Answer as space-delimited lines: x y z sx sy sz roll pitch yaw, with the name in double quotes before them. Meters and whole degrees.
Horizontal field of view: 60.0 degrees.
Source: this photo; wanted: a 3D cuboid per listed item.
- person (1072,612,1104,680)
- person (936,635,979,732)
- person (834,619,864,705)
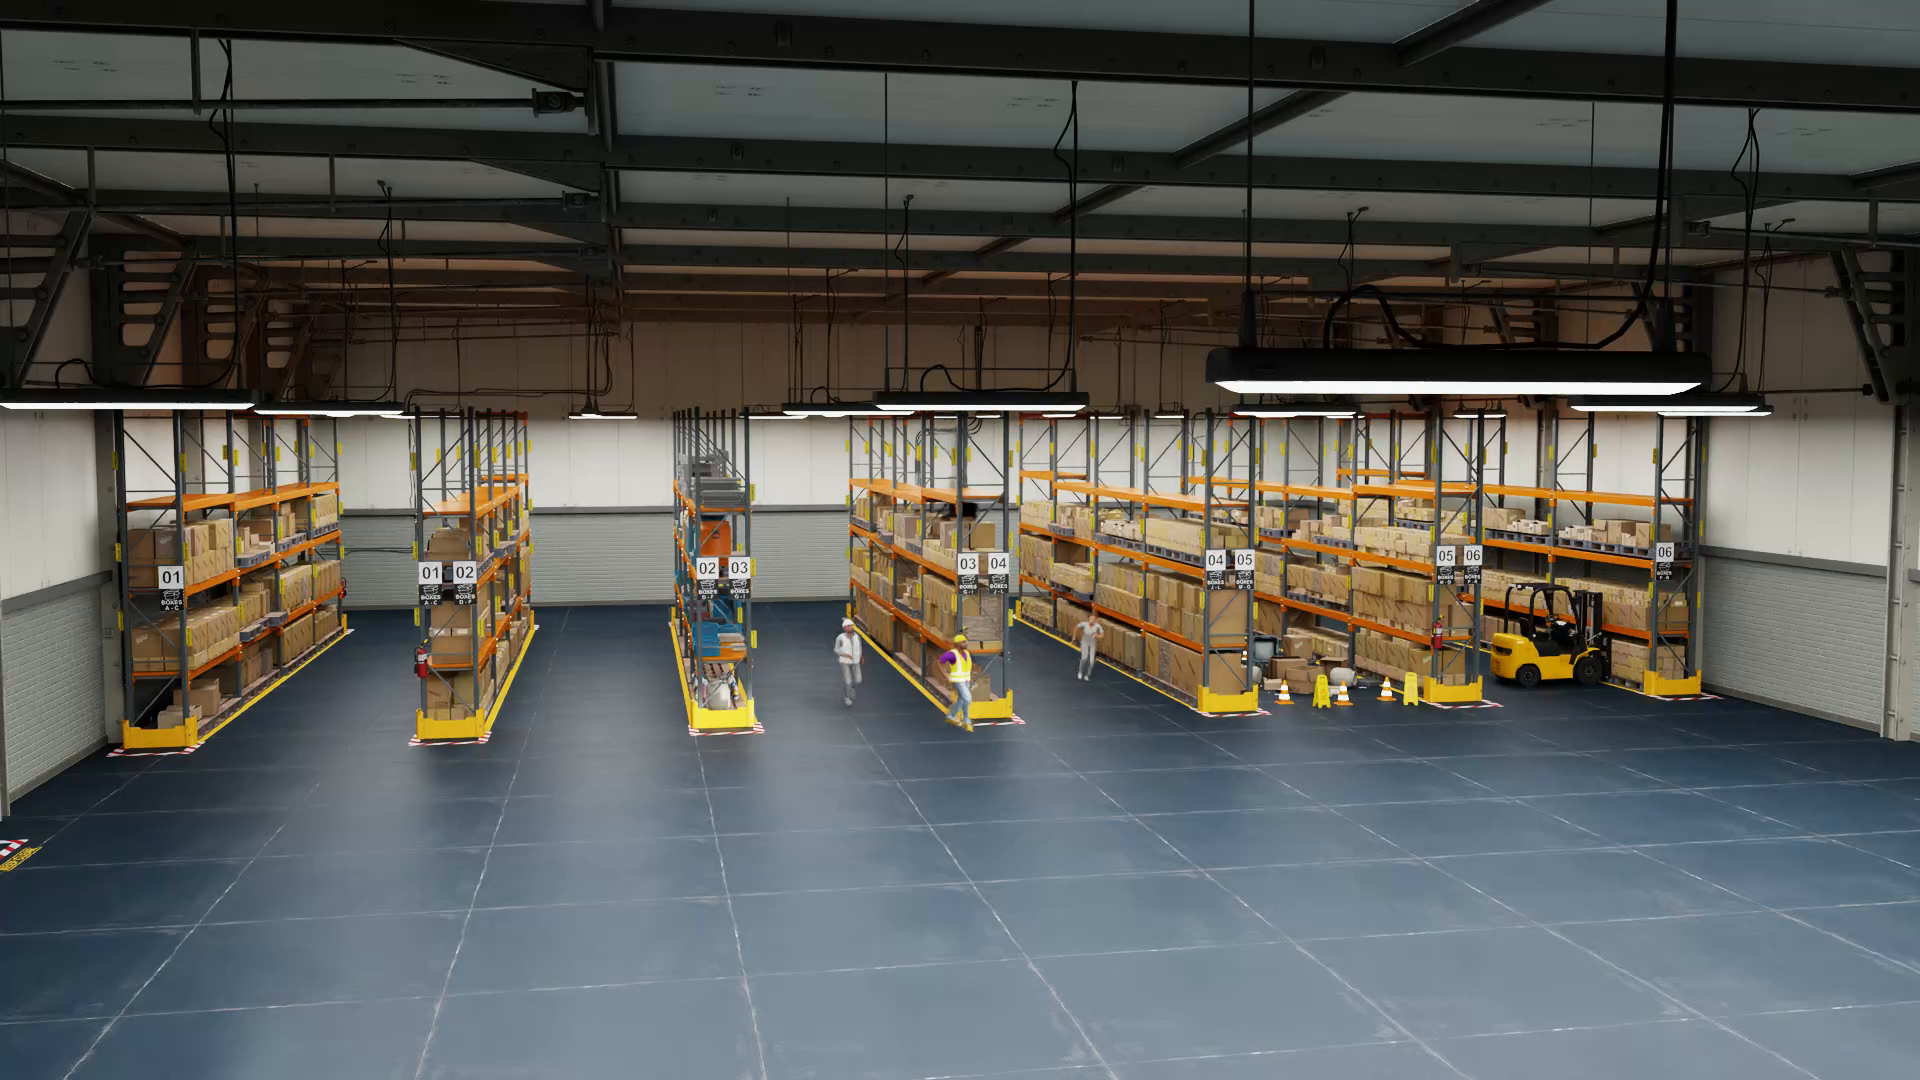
"person" 2.839 2.361 36.752 0.643 1.562 0.711 -1 4 -7
"person" -0.005 2.662 30.932 0.764 1.802 0.707 3 5 39
"person" -2.211 2.470 33.613 0.653 1.731 0.569 -2 4 -25
